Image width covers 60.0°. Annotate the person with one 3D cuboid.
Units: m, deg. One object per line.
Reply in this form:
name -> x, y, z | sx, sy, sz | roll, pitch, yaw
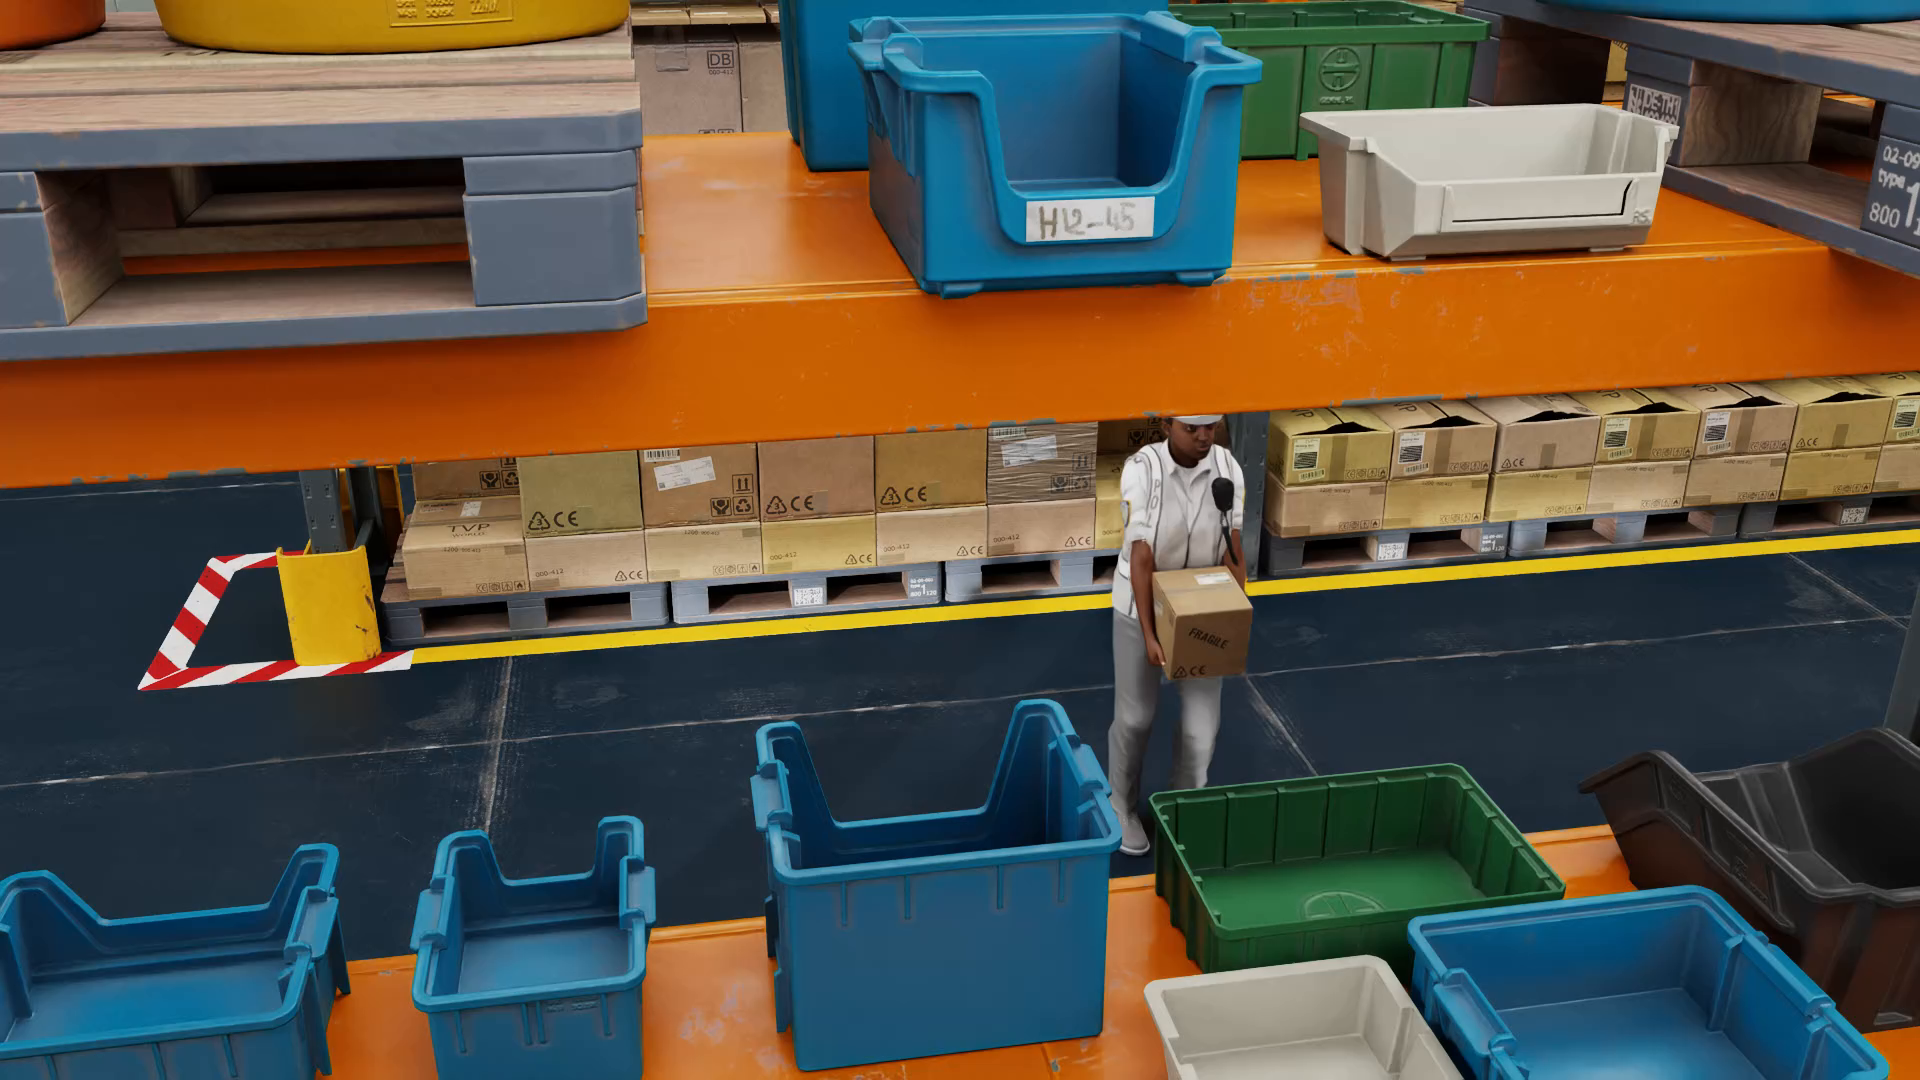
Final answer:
person -> 0.724, 0.274, 5.451 | 0.416, 1.685, 0.531 | -5, 24, -11
